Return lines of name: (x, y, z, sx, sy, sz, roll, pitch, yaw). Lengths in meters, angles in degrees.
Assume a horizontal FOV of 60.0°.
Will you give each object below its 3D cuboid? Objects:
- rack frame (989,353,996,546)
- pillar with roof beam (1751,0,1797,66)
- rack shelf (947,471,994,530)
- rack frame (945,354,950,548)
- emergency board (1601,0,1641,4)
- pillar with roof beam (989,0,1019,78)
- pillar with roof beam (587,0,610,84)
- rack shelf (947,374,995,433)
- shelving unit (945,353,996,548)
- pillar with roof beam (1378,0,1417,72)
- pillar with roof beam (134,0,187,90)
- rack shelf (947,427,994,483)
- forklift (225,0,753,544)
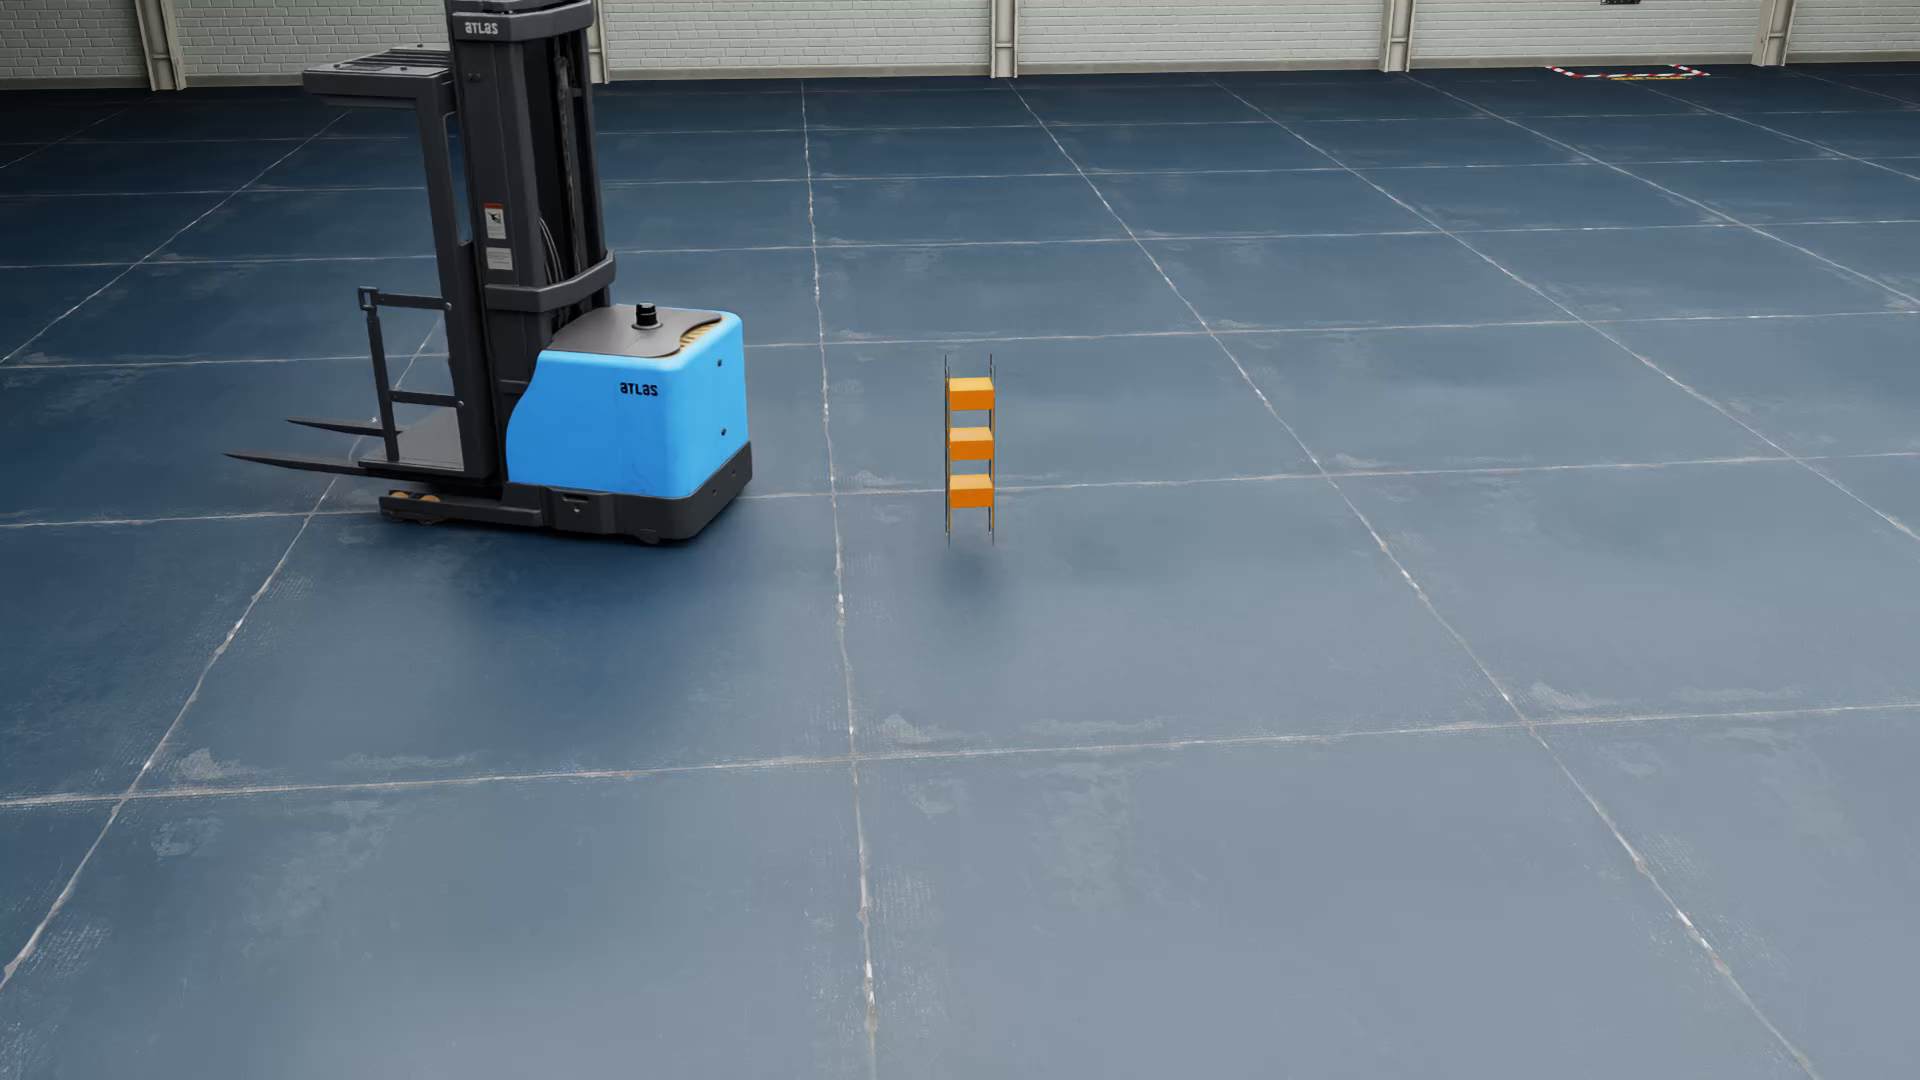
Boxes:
rack frame: (0.175, -0.487, 9.053, 0.008, 1.050, 0.200, -2, 24, -5)
pillar with roof beam: (13.009, -9.783, 20.181, 0.400, 9.000, 9.100, -2, 24, -5)
rack shelf: (0.053, -0.218, 9.159, 0.240, 0.259, 0.215, -2, 24, -5)
rack frame: (-0.068, -0.477, 9.031, 0.008, 1.050, 0.200, -2, 24, -5)
emergency board: (10.112, -8.706, 25.143, 0.626, 1.169, 0.157, -2, 24, -5)
pillar with roof beam: (1.067, -9.304, 19.103, 0.400, 9.000, 9.100, -2, 24, -5)
pillar with roof beam: (-4.904, -9.065, 18.565, 0.400, 9.000, 9.100, -2, 24, -5)
rack shelf: (0.053, -0.732, 8.931, 0.240, 0.259, 0.215, -2, 24, -5)
shelving unit: (0.053, -0.482, 9.042, 0.252, 1.050, 0.215, -2, 24, -5)
pillar with roof beam: (7.038, -9.544, 19.642, 0.400, 9.000, 9.100, -2, 24, -5)
pillar with roof beam: (-10.875, -8.825, 18.026, 0.400, 9.000, 9.100, -2, 24, -5)
rack shelf: (0.053, -0.472, 9.046, 0.240, 0.259, 0.215, -2, 24, -5)
forklift: (-2.810, -1.625, 9.298, 3.031, 2.935, 1.130, 6, 25, 13)
